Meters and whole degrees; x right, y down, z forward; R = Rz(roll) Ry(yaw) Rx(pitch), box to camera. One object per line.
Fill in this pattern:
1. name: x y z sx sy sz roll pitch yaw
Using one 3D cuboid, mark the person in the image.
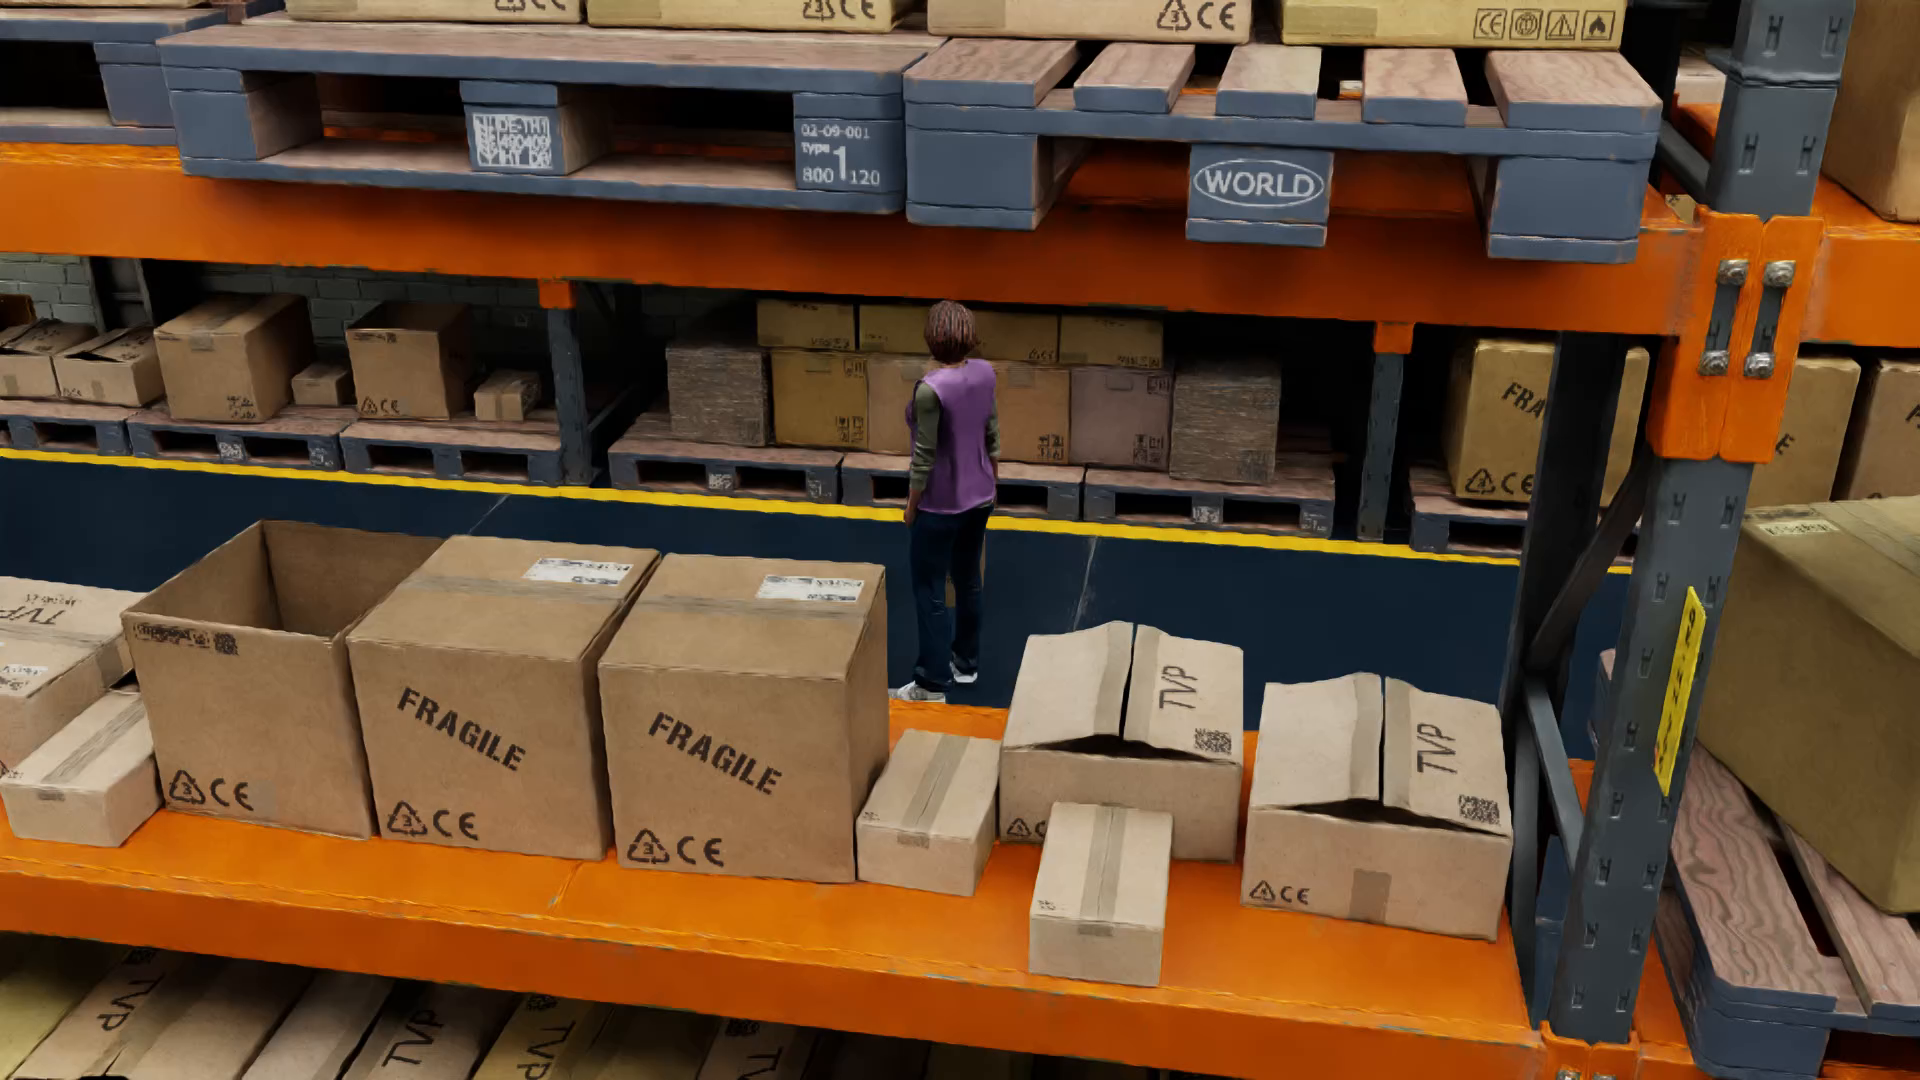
1. person: -0.082 -0.135 6.387 0.337 1.599 0.574 23 34 39
